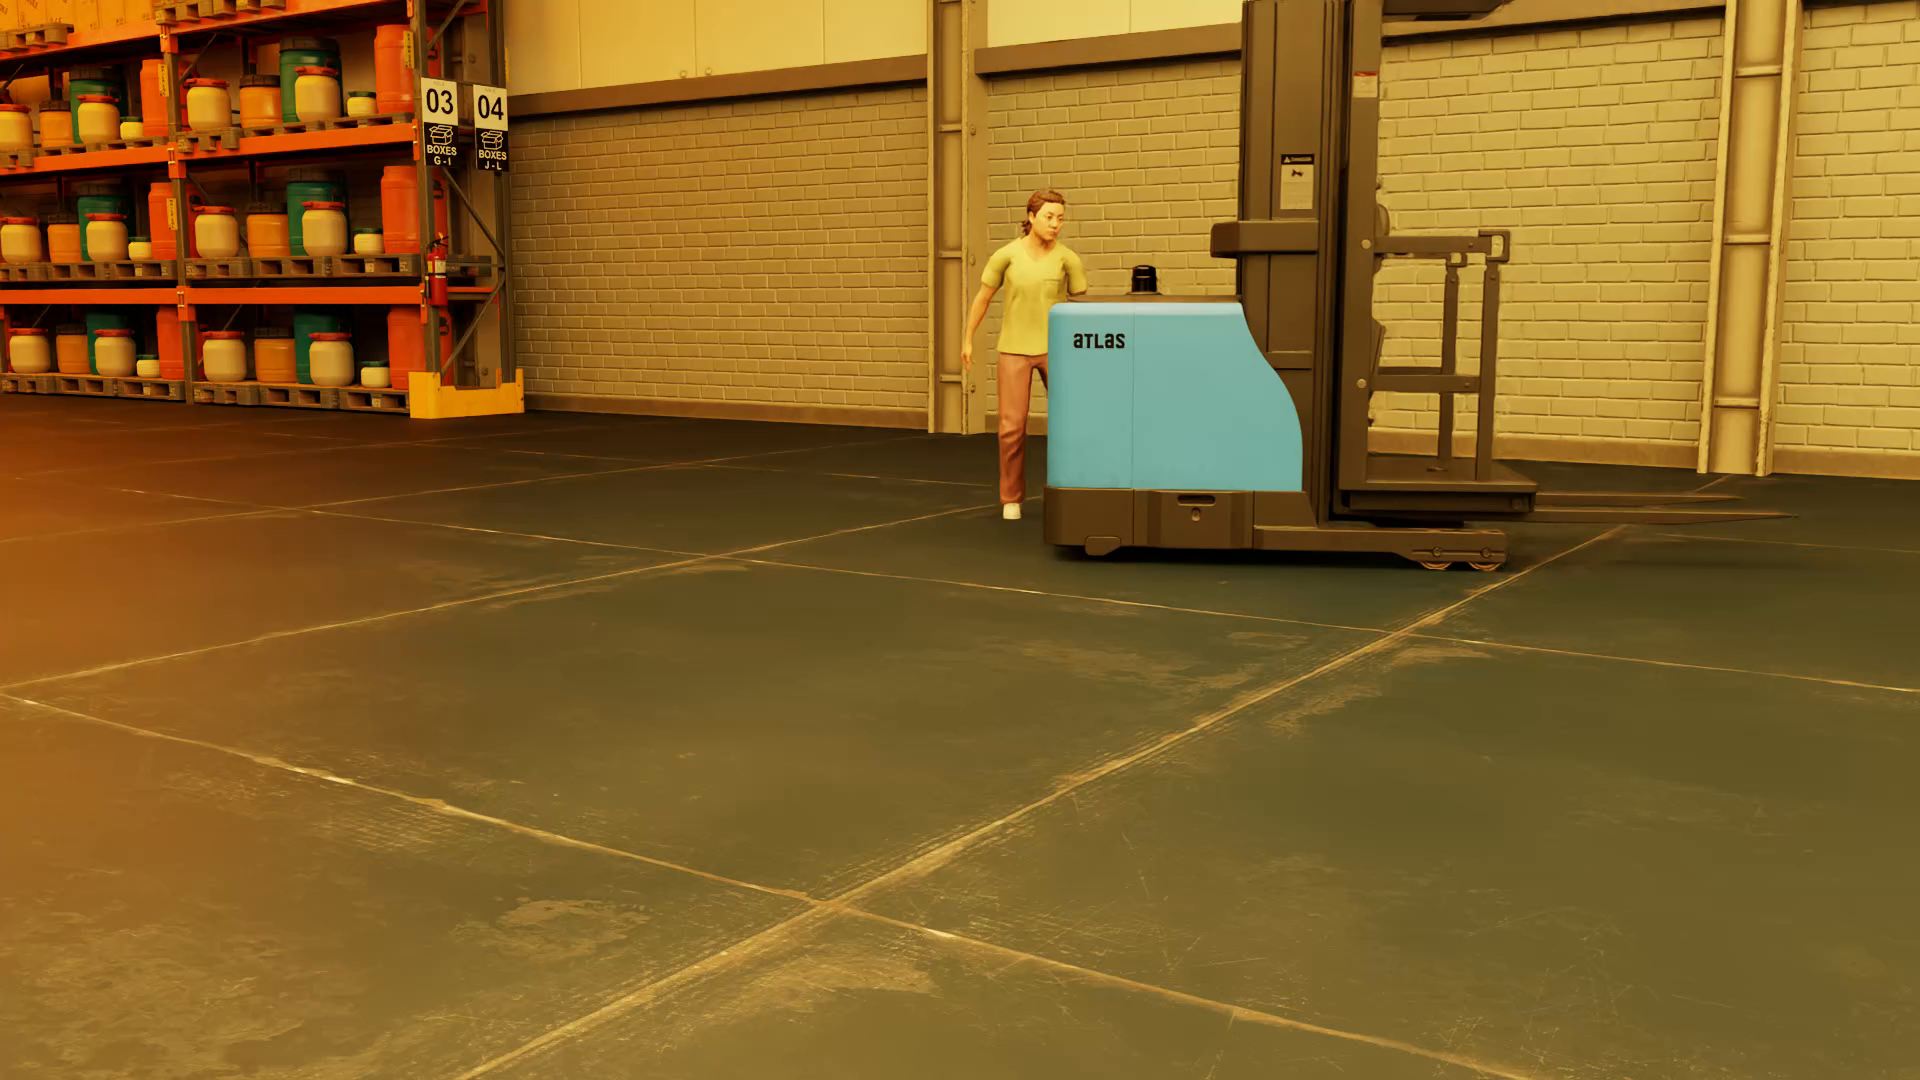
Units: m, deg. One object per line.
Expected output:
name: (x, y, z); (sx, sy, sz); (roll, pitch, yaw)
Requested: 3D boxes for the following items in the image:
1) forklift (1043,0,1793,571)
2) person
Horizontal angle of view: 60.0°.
forklift: (1.911, -1.405, 7.070); (3.031, 2.935, 1.130); (1, 8, 7)
person: (0.403, -0.920, 8.337); (0.803, 1.645, 0.396); (0, 8, 1)
